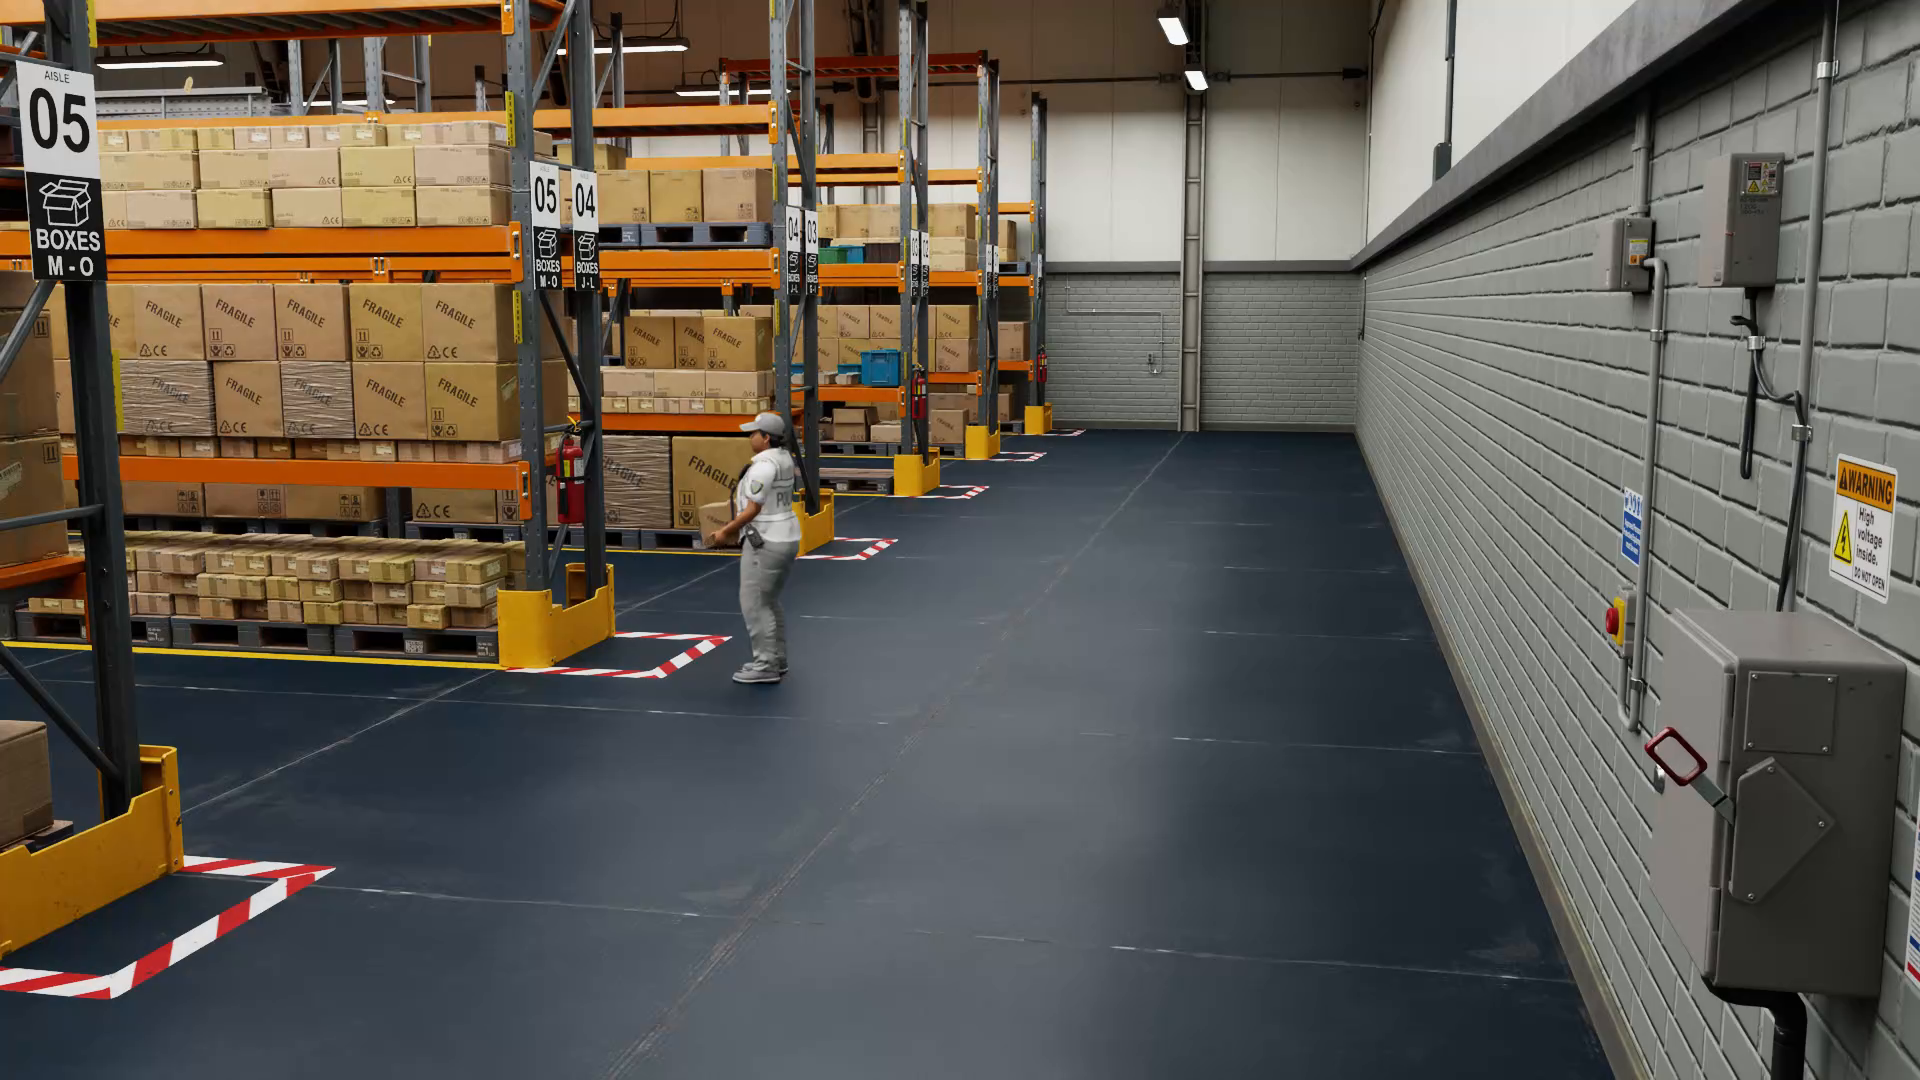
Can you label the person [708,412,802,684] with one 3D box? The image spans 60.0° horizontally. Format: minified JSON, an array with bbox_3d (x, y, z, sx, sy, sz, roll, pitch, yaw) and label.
[{"bbox_3d":[-1.272,0.039,10.307,0.511,1.664,0.471,2,8,11],"label":"person"}]
